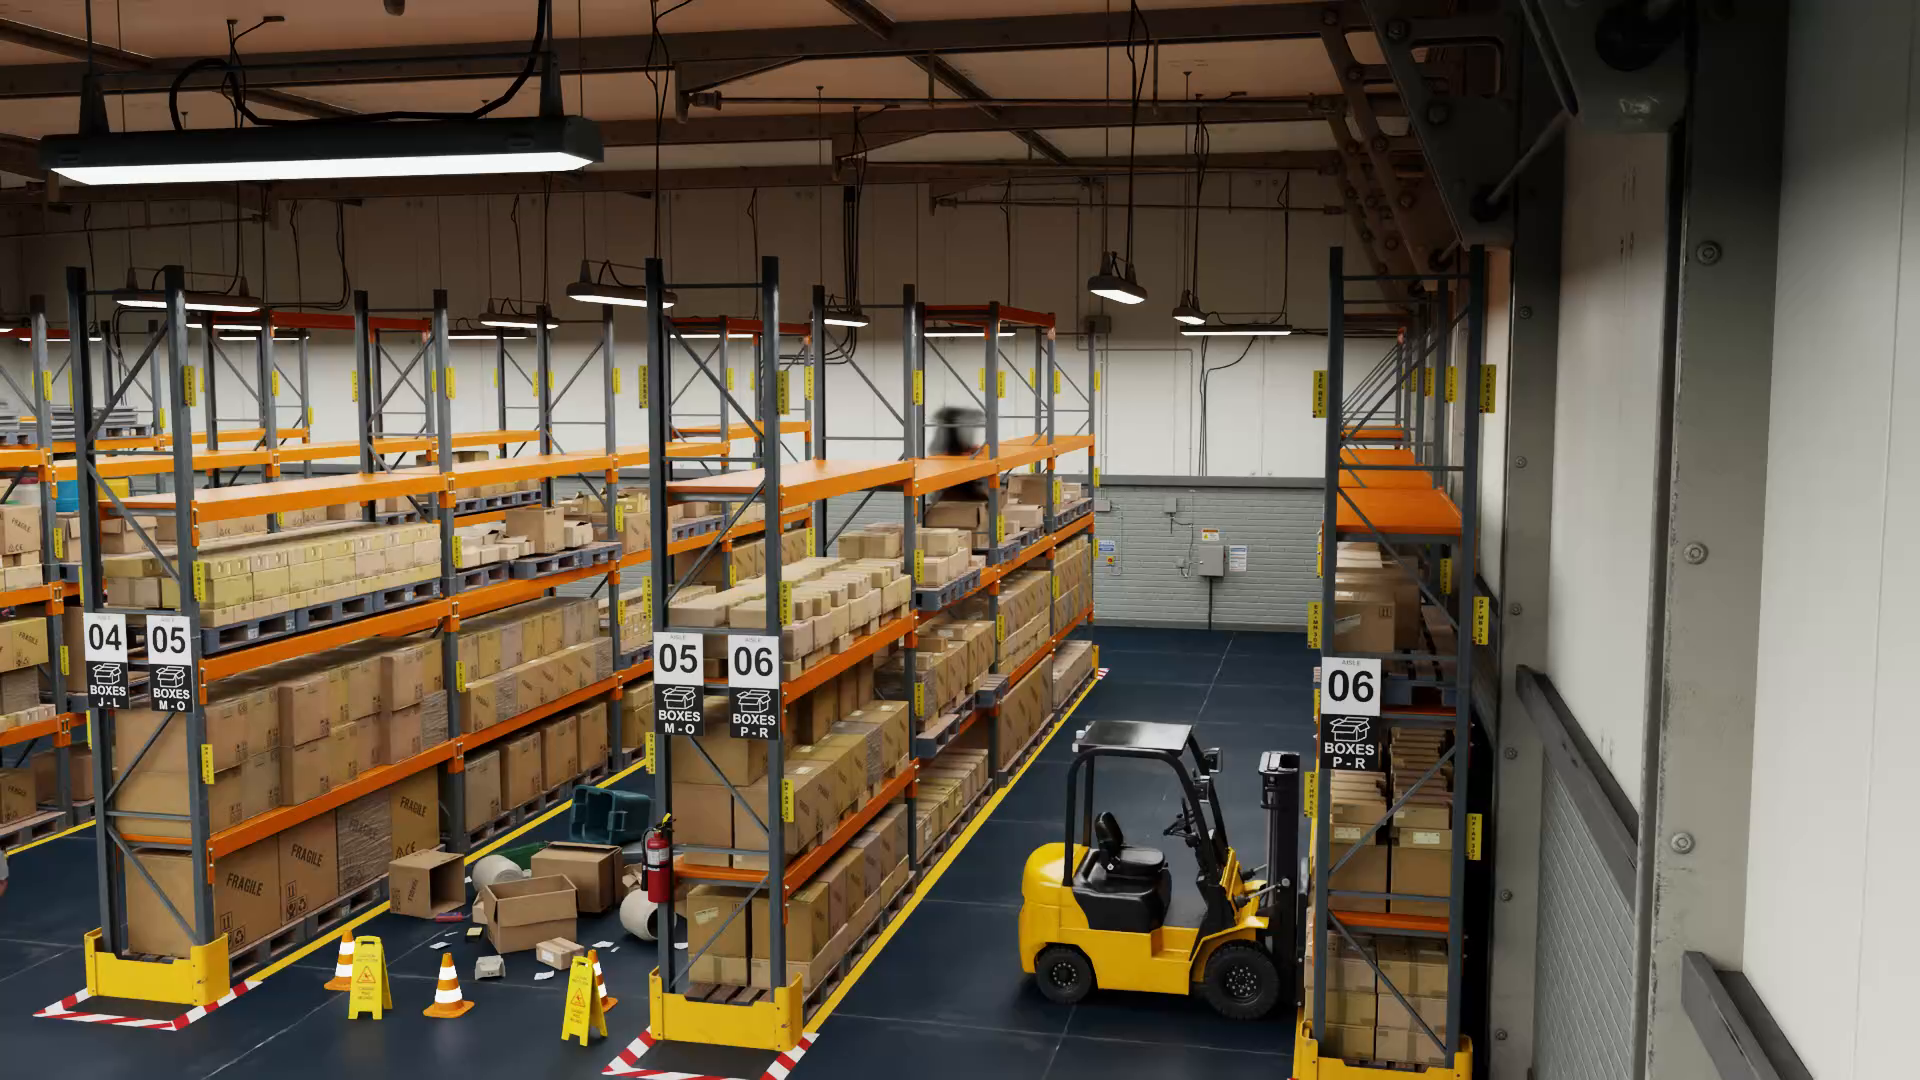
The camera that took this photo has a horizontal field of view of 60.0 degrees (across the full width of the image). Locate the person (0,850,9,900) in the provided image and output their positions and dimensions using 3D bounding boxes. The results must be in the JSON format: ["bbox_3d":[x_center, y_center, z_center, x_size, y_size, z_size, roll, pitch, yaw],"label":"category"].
[{"bbox_3d":[-8.022,3.031,13.322,0.717,1.587,0.832,-5,8,-42],"label":"person"}]
